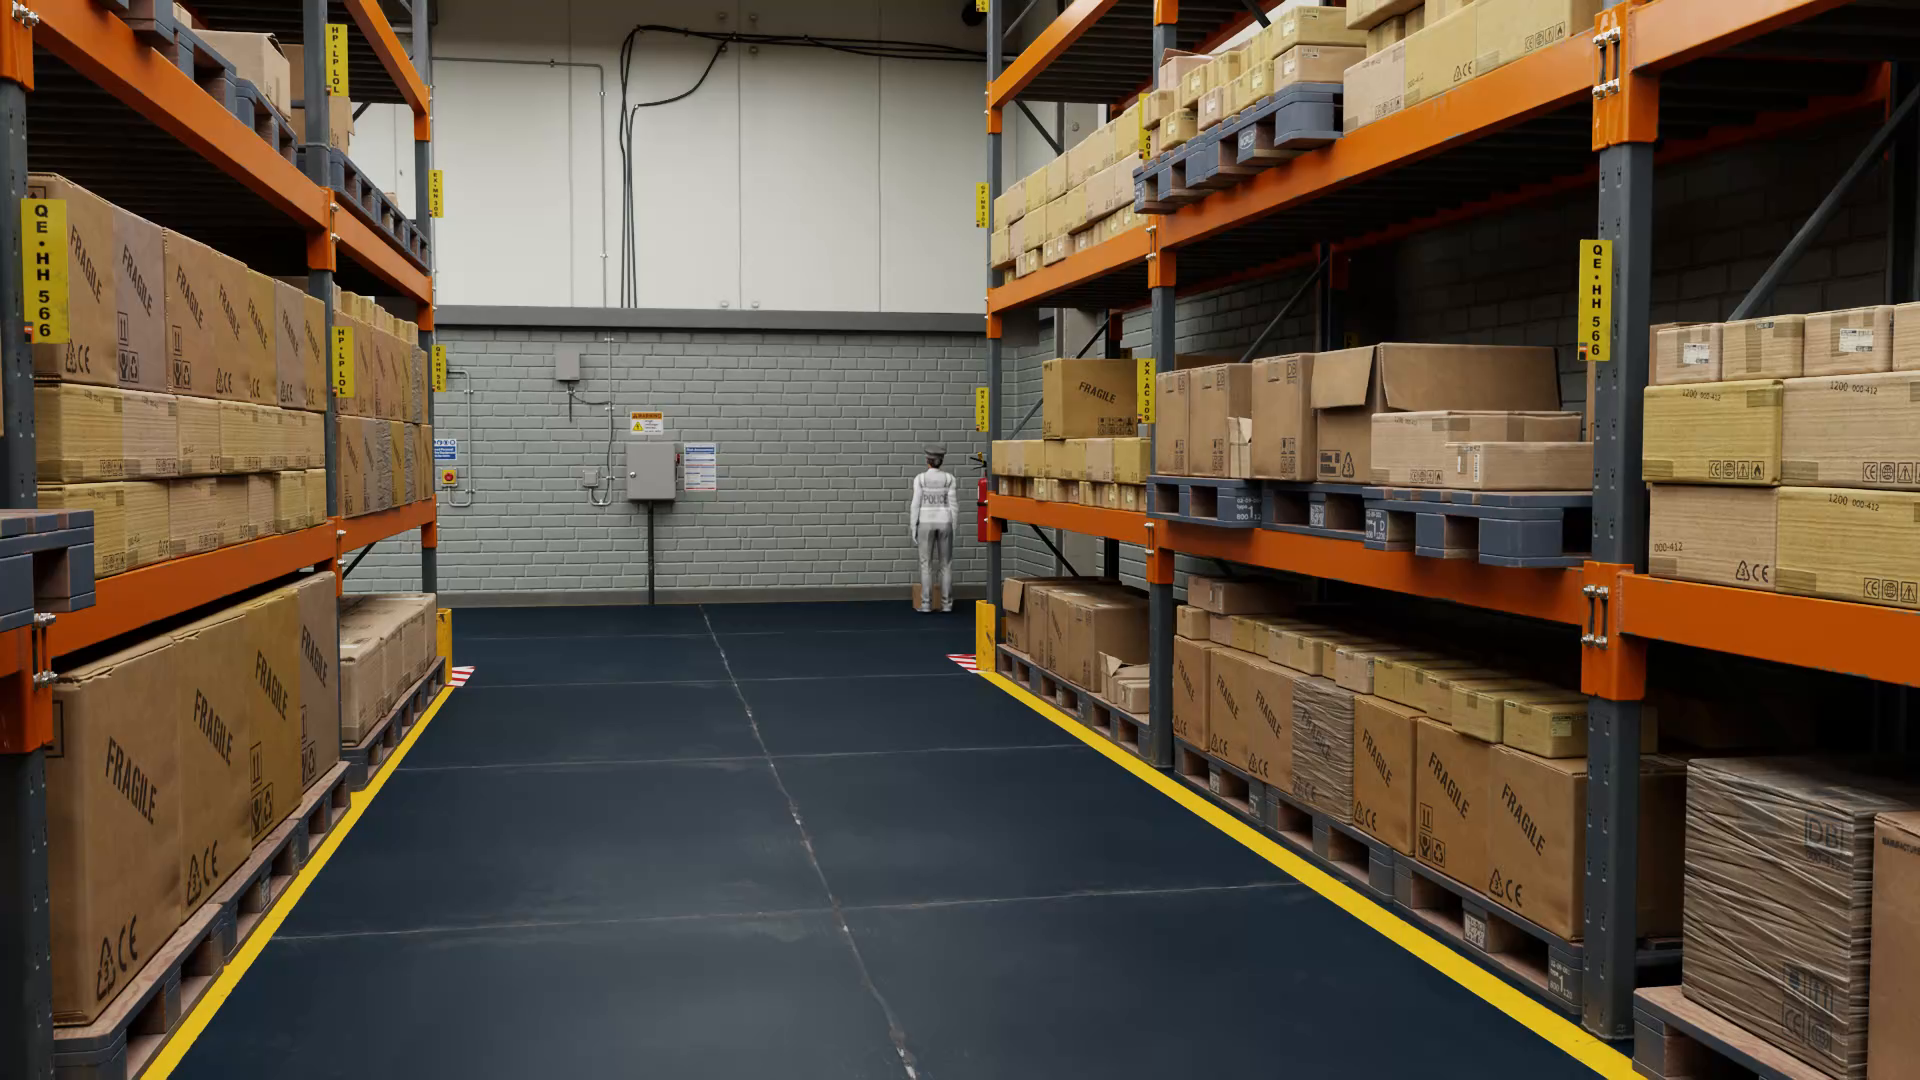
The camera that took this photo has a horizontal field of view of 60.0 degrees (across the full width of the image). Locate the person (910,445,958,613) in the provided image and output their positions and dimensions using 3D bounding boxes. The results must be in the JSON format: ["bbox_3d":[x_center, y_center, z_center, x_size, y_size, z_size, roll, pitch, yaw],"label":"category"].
[{"bbox_3d":[-0.265,-0.100,16.647,0.473,1.708,0.337,-1,3,-11],"label":"person"}]
